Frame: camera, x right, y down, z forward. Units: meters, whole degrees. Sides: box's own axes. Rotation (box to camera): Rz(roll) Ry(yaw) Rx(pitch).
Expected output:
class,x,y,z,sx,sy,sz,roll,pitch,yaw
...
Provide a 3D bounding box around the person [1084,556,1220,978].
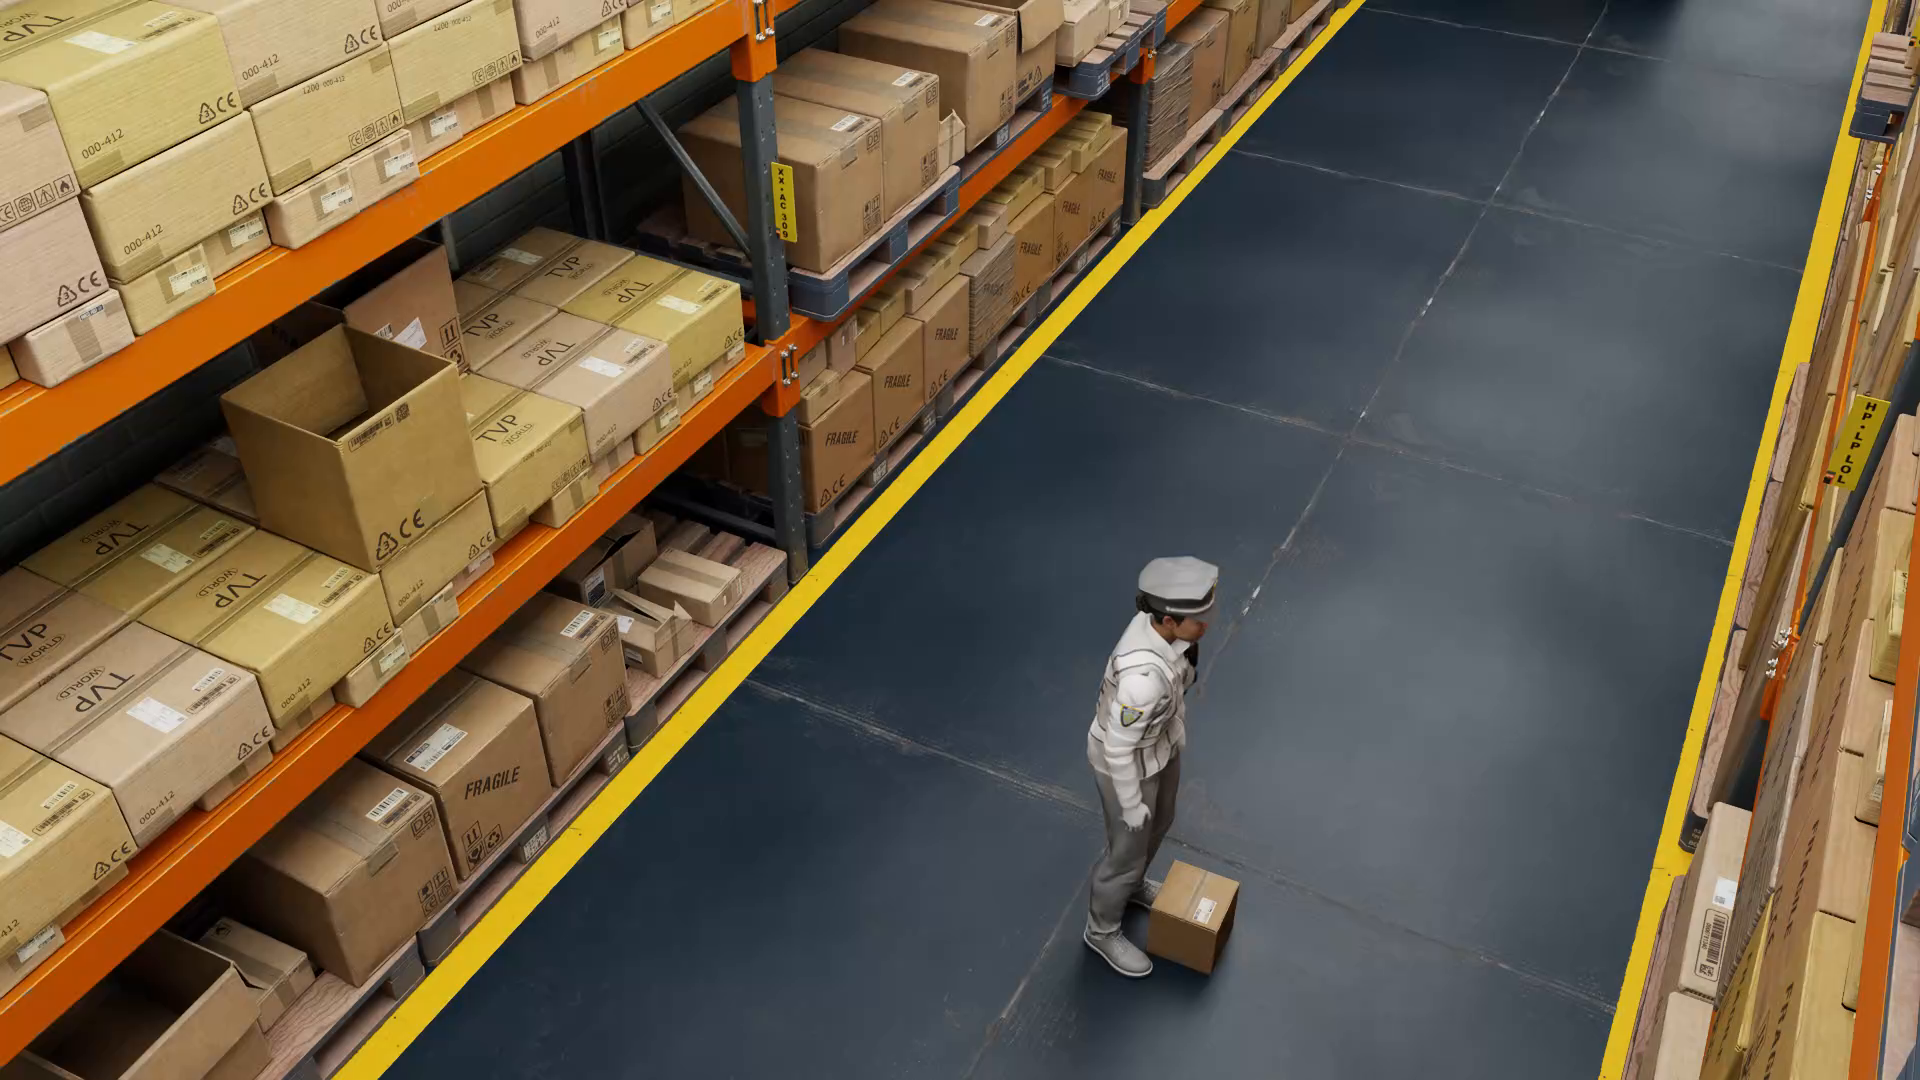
class,x,y,z,sx,sy,sz,roll,pitch,yaw
person,0.626,0.773,5.665,0.356,1.665,0.461,16,41,20
